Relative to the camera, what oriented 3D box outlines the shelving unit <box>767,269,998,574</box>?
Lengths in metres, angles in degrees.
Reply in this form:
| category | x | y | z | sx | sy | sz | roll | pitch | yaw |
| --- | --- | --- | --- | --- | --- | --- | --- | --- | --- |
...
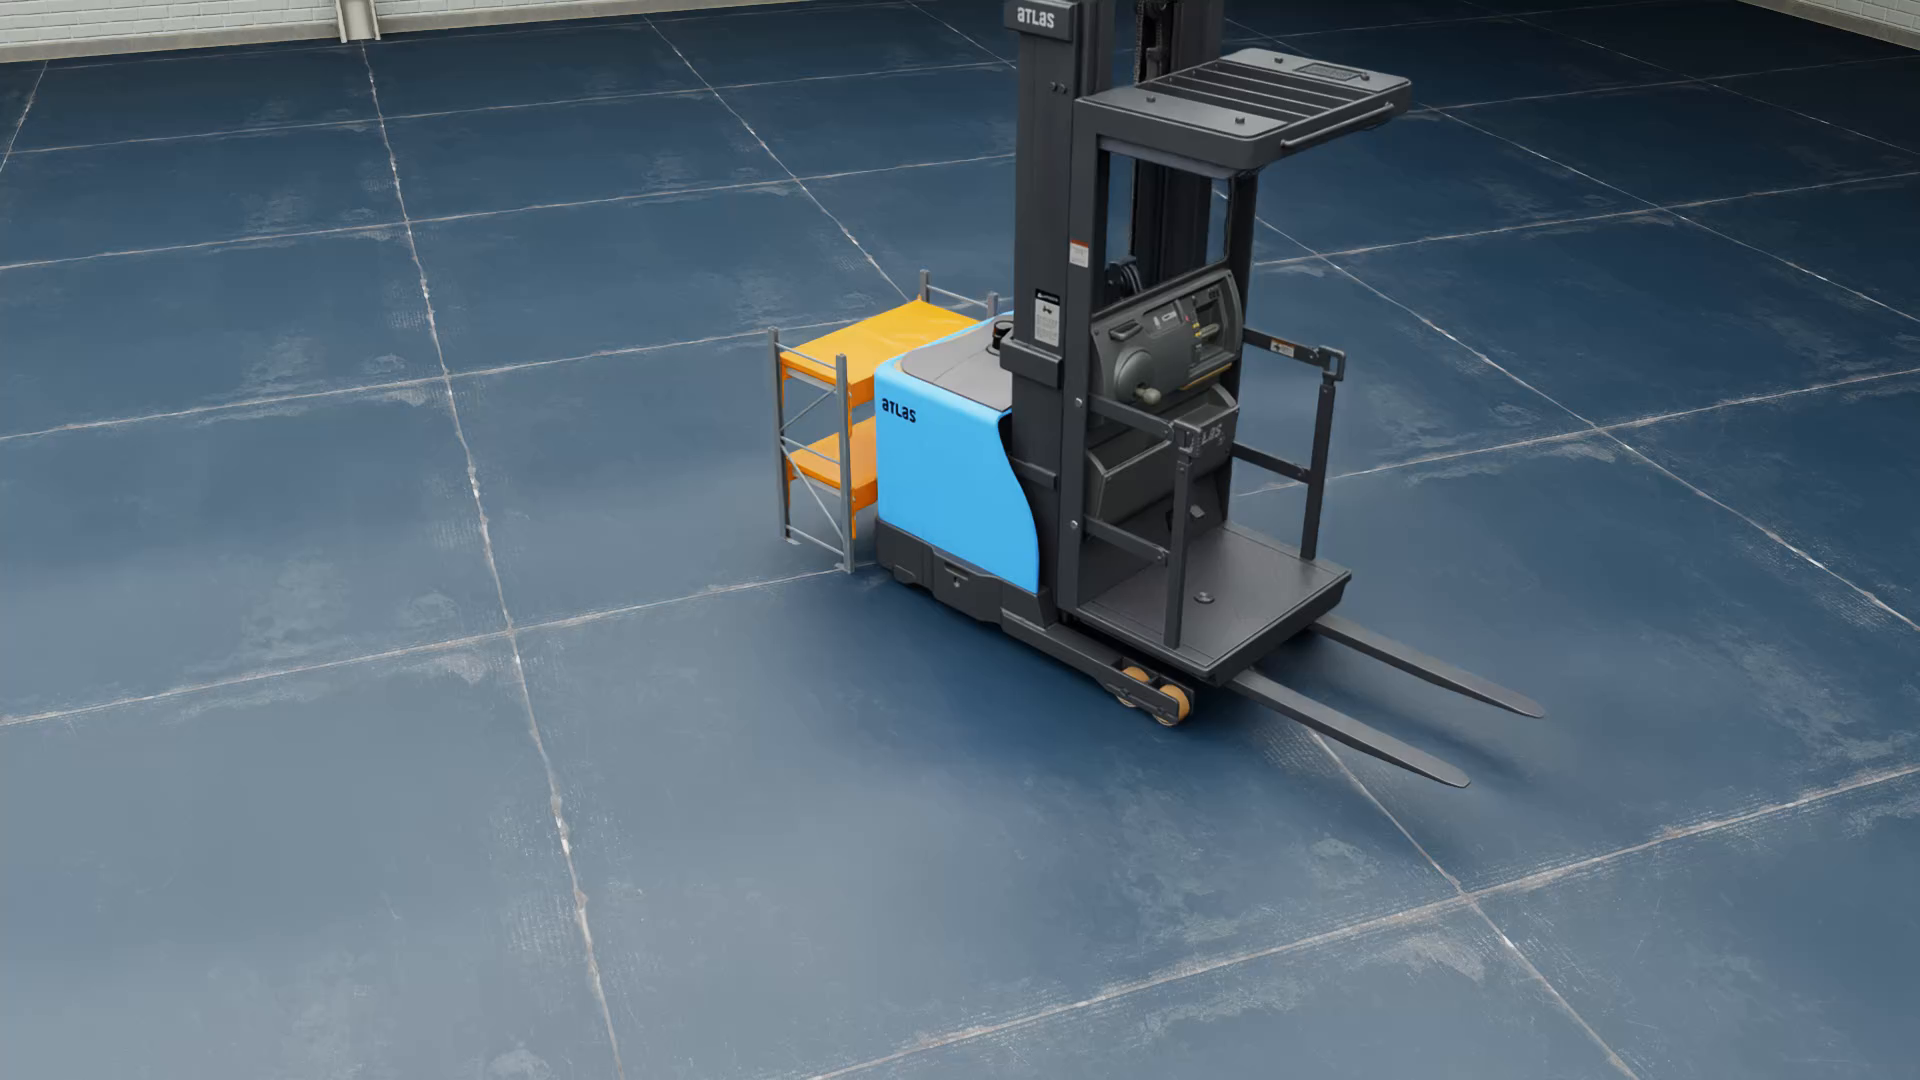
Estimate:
| category | x | y | z | sx | sy | sz | roll | pitch | yaw |
| --- | --- | --- | --- | --- | --- | --- | --- | --- | --- |
| shelving unit | -0.354 | -0.601 | 8.169 | 0.538 | 1.125 | 1.048 | 25 | 38 | 36 |

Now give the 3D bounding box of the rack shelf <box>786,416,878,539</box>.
| category | x | y | z | sx | sy | sz | roll | pitch | yaw |
| --- | --- | --- | --- | --- | --- | --- | --- | --- | --- |
| rack shelf | -0.354 | -0.389 | 8.290 | 0.538 | 0.278 | 1.000 | 25 | 38 | 36 |

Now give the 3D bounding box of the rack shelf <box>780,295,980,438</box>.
| category | x | y | z | sx | sy | sz | roll | pitch | yaw |
| --- | --- | --- | --- | --- | --- | --- | --- | --- | --- |
| rack shelf | -0.354 | -0.856 | 8.024 | 0.538 | 0.278 | 1.000 | 25 | 38 | 36 |

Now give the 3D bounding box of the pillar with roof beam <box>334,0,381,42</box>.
| category | x | y | z | sx | sy | sz | roll | pitch | yaw |
| --- | --- | --- | --- | --- | --- | --- | --- | --- | --- |
| pillar with roof beam | -4.829 | -7.216 | 11.825 | 0.400 | 9.000 | 9.100 | -10 | 31 | -18 |

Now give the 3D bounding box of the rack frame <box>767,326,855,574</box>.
| category | x | y | z | sx | sy | sz | roll | pitch | yaw |
| --- | --- | --- | --- | --- | --- | --- | --- | --- | --- |
| rack frame | -0.699 | -0.416 | 7.845 | 0.500 | 1.125 | 0.032 | 25 | 38 | 36 |

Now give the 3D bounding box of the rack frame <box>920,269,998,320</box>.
| category | x | y | z | sx | sy | sz | roll | pitch | yaw |
| --- | --- | --- | --- | --- | --- | --- | --- | --- | --- |
| rack frame | -0.009 | -0.786 | 8.494 | 0.500 | 1.125 | 0.032 | 25 | 38 | 36 |

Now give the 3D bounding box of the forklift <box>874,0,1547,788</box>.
| category | x | y | z | sx | sy | sz | roll | pitch | yaw |
| --- | --- | --- | --- | --- | --- | --- | --- | --- | --- |
| forklift | 1.010 | -0.796 | 6.686 | 3.031 | 2.935 | 1.130 | 25 | 38 | 37 |
